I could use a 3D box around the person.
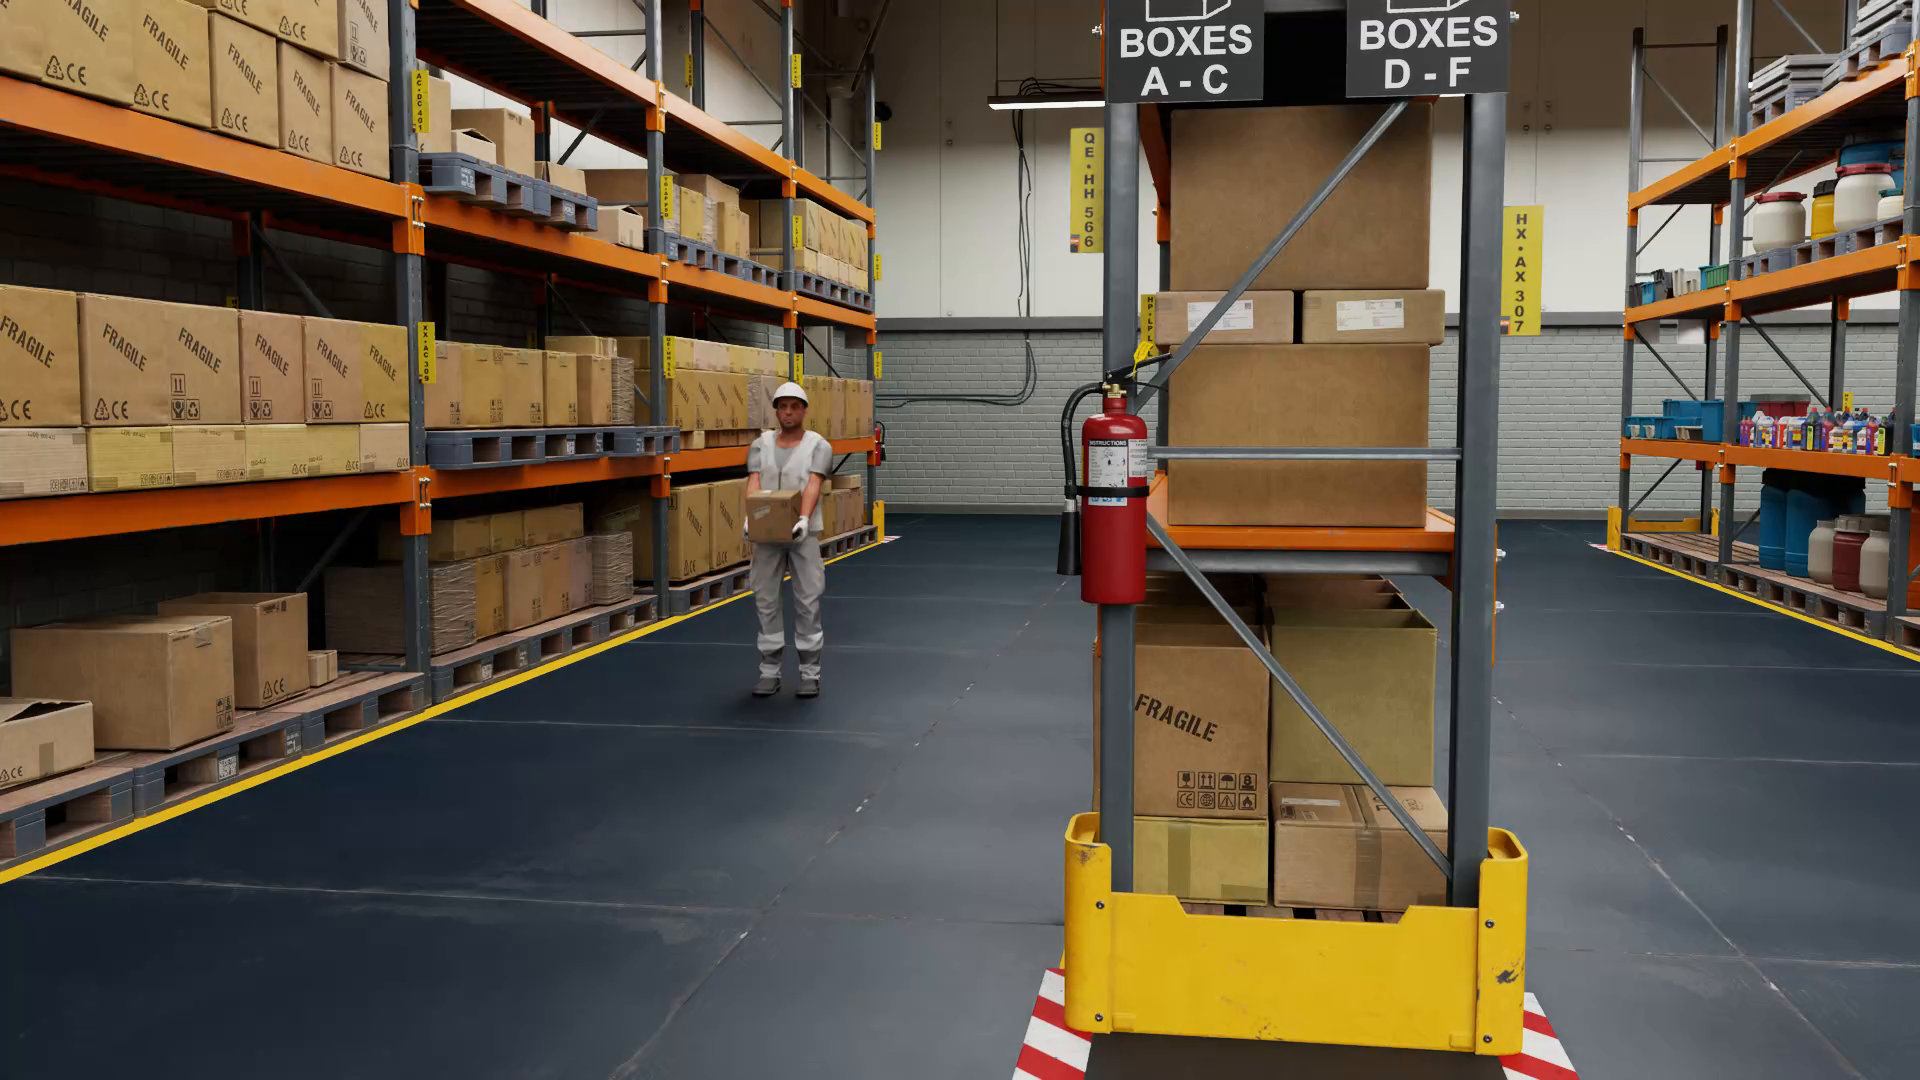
[{"bbox_3d":[-0.992,-0.001,9.440,0.495,1.786,0.559,1,4,9],"label":"person"}]
